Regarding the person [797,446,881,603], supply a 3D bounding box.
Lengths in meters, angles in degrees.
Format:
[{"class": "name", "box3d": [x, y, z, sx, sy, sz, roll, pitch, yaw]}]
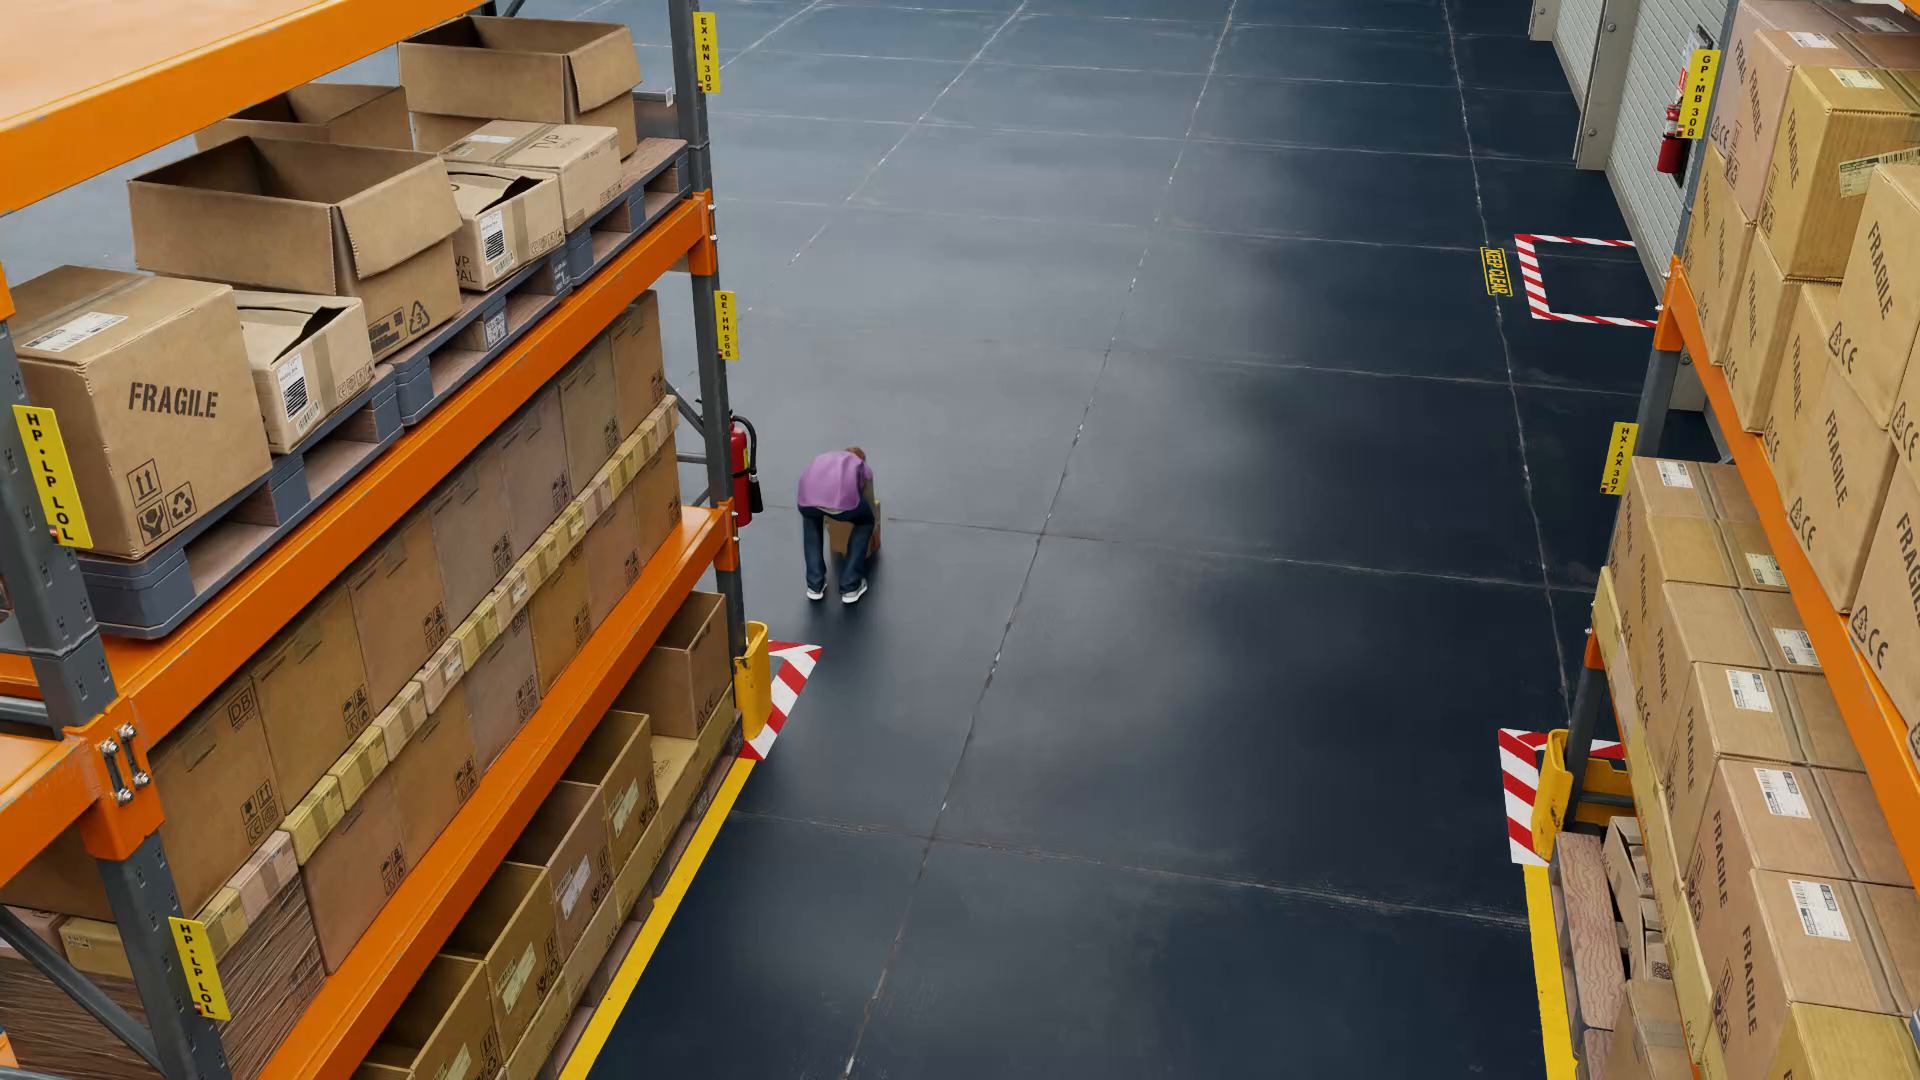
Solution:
[{"class": "person", "box3d": [-0.696, -0.153, 9.617, 0.423, 0.886, 0.854, 5, 30, 8]}]
